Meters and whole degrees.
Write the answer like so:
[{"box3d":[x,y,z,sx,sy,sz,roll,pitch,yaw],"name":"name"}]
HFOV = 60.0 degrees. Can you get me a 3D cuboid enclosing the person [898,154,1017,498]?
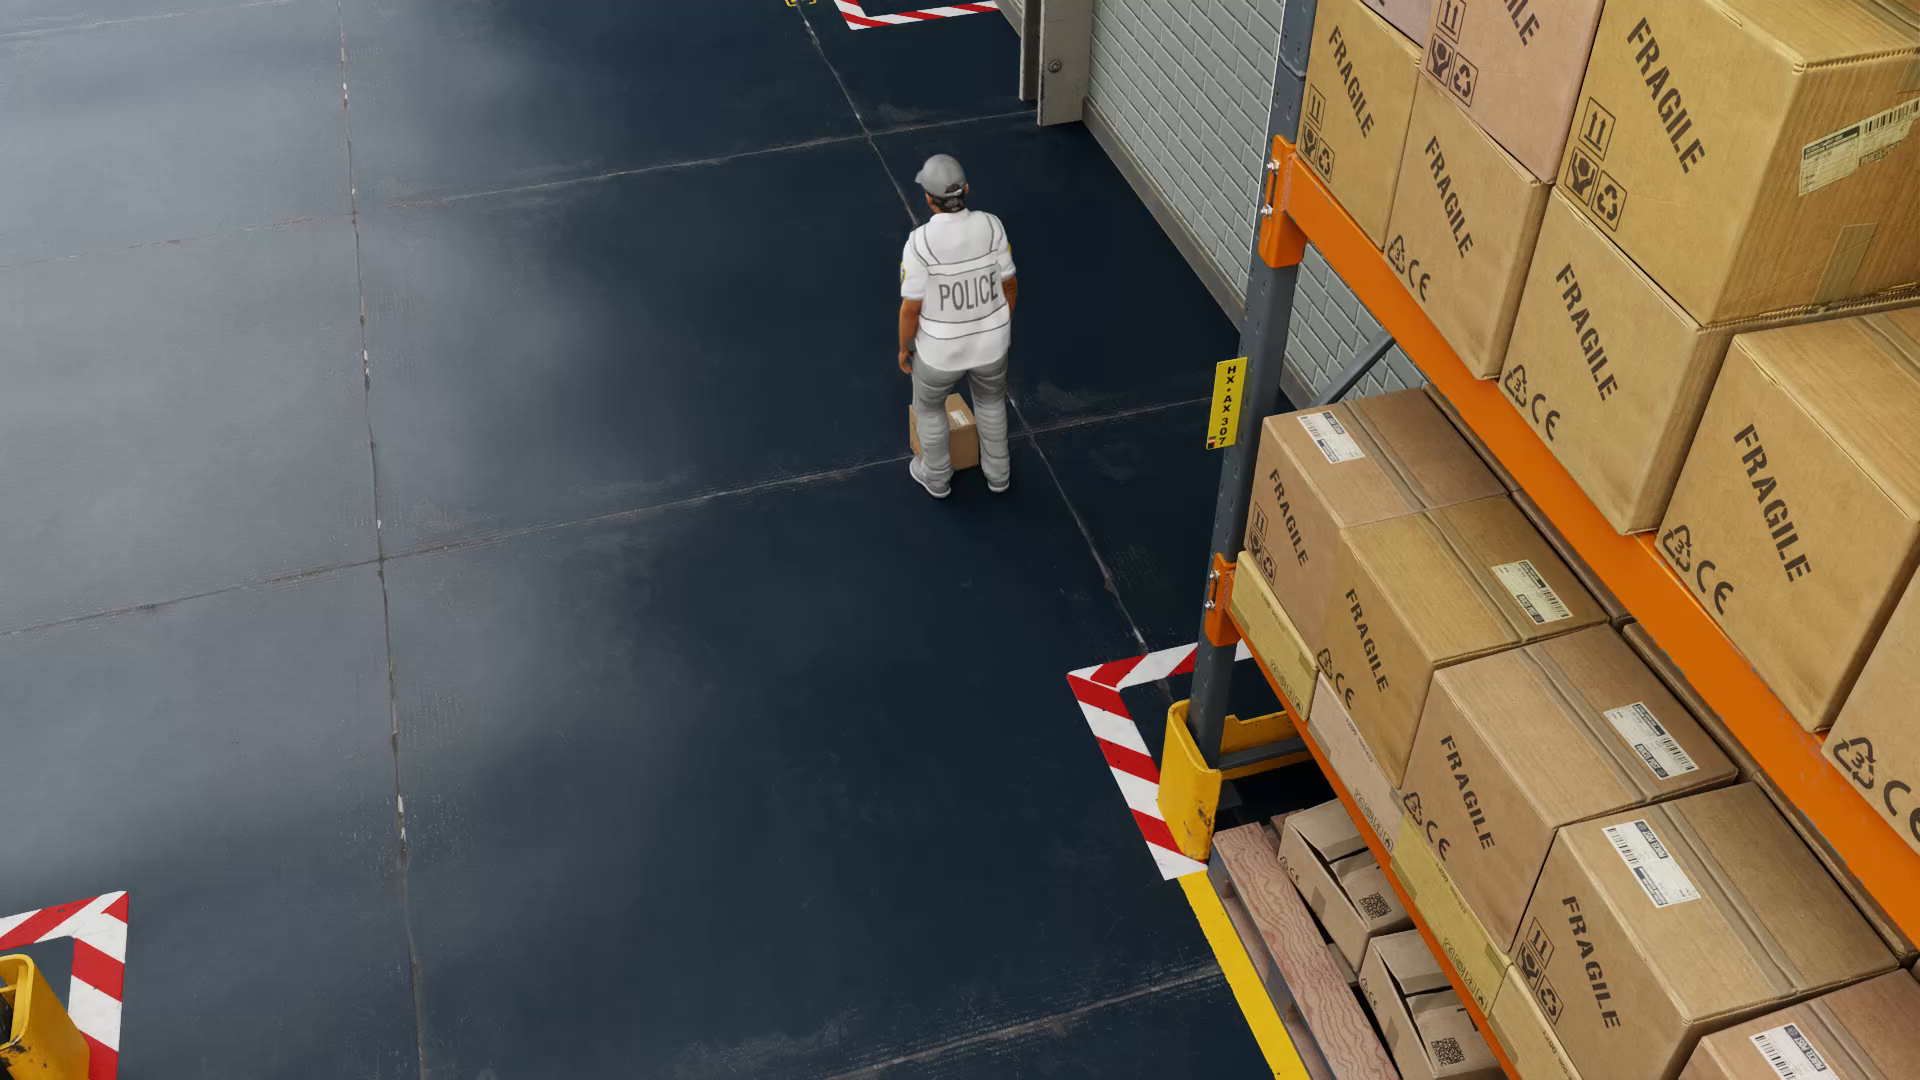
[{"box3d":[-0.009,-0.869,7.105,0.557,1.665,0.467,-14,44,-15],"name":"person"}]
